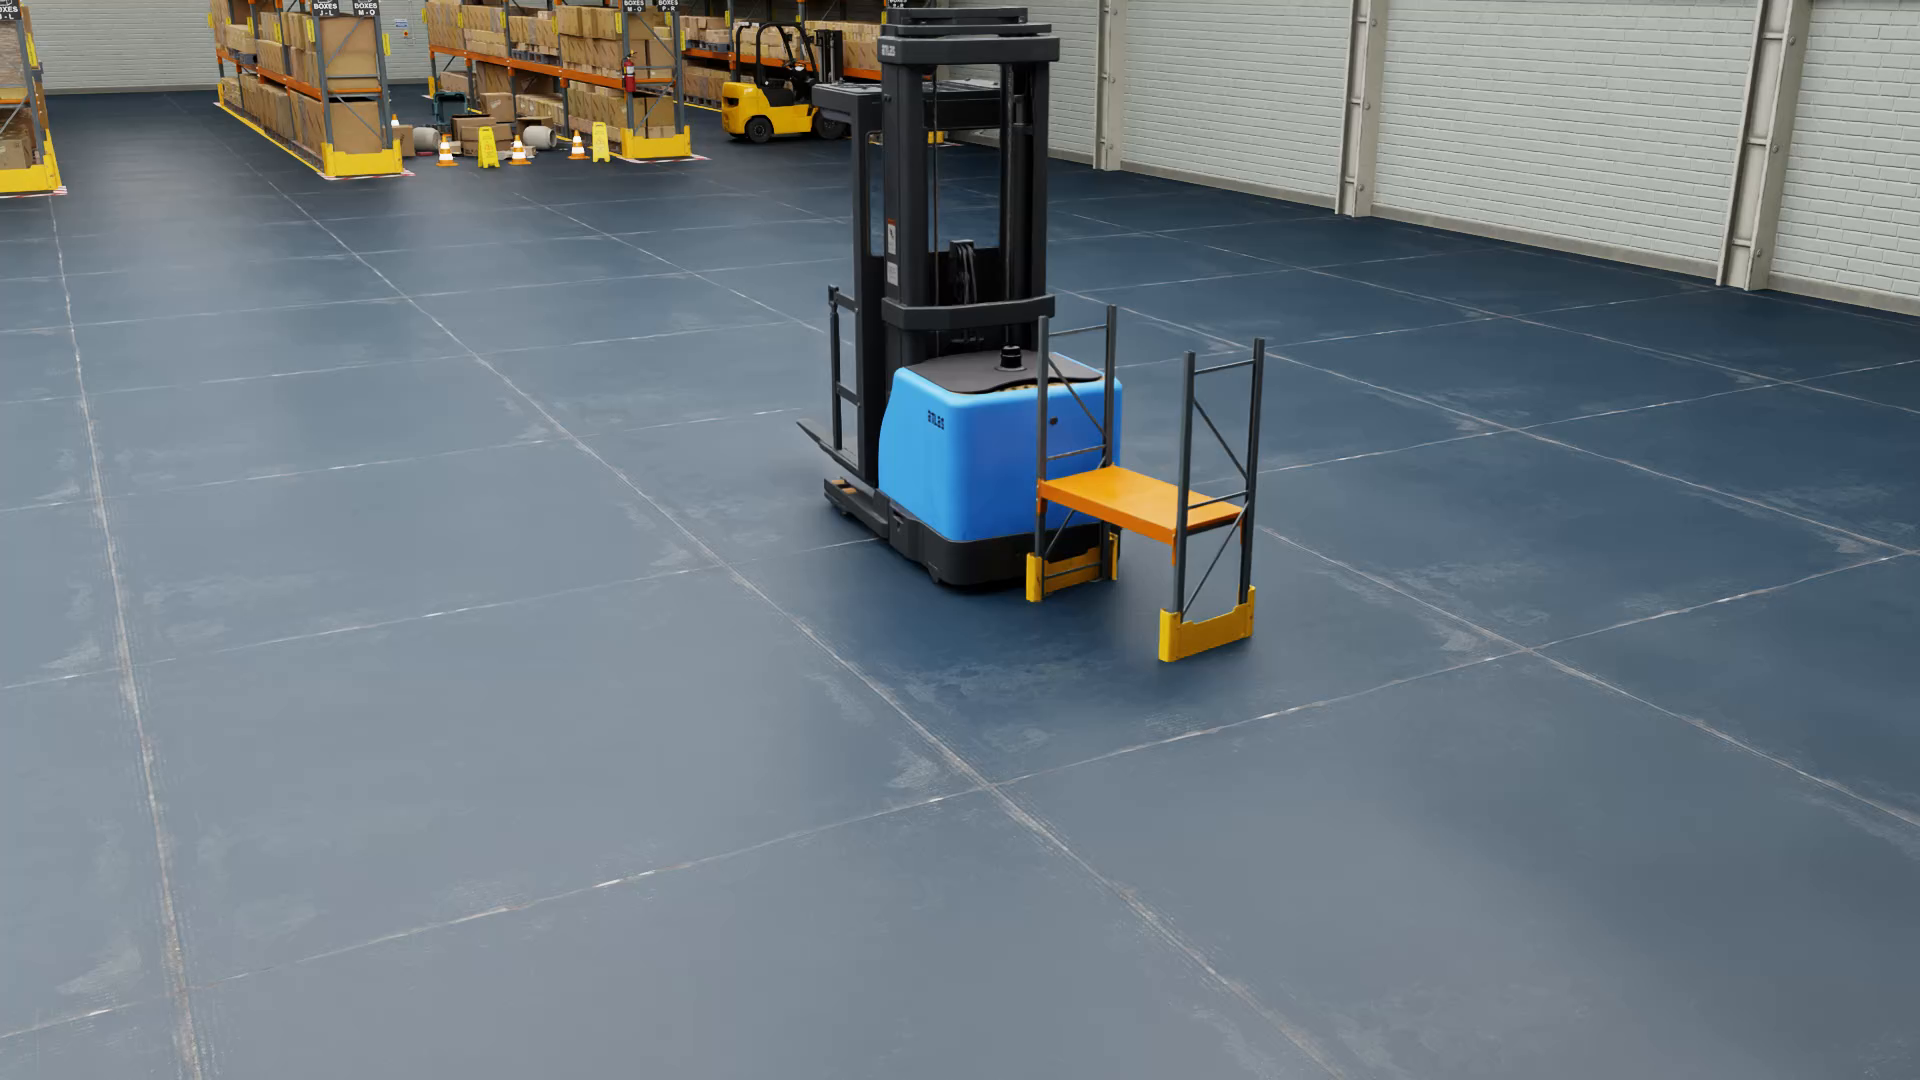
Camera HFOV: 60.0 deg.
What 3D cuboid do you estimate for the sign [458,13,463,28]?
[{"bbox_3d":[-11.450,-11.914,38.111,0.100,0.325,0.005,-10,21,-27],"label":"sign"}]

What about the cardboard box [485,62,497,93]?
[{"bbox_3d":[-10.162,-10.324,37.566,0.875,0.875,0.875,-9,21,-25],"label":"cardboard box"}]

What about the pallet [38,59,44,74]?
[{"bbox_3d":[-17.352,-8.592,30.225,1.213,0.211,1.003,-10,21,-27],"label":"pallet"}]

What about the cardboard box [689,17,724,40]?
[{"bbox_3d":[-5.944,-12.022,39.075,0.700,0.500,0.500,-10,21,-27],"label":"cardboard box"}]

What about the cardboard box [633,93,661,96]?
[{"bbox_3d":[-5.668,-7.793,30.038,0.500,0.500,0.500,-11,22,-29],"label":"cardboard box"}]

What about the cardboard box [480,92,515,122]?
[{"bbox_3d":[-8.716,-8.149,31.320,0.500,0.500,0.500,-10,21,-27],"label":"cardboard box"}]

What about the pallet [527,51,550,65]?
[{"bbox_3d":[-8.087,-9.753,33.590,1.003,0.211,1.213,-10,21,-27],"label":"pallet"}]

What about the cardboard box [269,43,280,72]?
[{"bbox_3d":[-12.435,-8.907,30.692,0.500,0.500,0.500,-10,21,-26],"label":"cardboard box"}]

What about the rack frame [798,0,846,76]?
[{"bbox_3d":[-2.797,-10.027,34.091,1.000,3.000,0.127,-10,21,-27],"label":"rack frame"}]

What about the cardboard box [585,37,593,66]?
[{"bbox_3d":[-6.457,-8.847,30.062,0.500,0.500,0.500,-10,21,-26],"label":"cardboard box"}]

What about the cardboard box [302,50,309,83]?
[{"bbox_3d":[-10.512,-7.964,27.882,0.875,0.550,0.500,-10,21,-27],"label":"cardboard box"}]

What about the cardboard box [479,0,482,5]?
[{"bbox_3d":[-11.020,-12.582,38.815,0.380,0.149,0.250,-10,21,-26],"label":"cardboard box"}]

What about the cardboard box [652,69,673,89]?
[{"bbox_3d":[-7.424,-11.749,42.270,0.700,0.500,0.500,-11,22,-29],"label":"cardboard box"}]

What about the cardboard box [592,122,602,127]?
[{"bbox_3d":[-6.377,-7.497,30.331,0.500,0.250,0.500,-11,22,-29],"label":"cardboard box"}]

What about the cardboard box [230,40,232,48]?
[{"bbox_3d":[-15.236,-10.502,35.210,0.380,0.149,0.250,-10,21,-26],"label":"cardboard box"}]

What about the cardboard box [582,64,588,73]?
[{"bbox_3d":[-6.697,-8.630,30.426,0.380,0.149,0.250,-10,21,-26],"label":"cardboard box"}]

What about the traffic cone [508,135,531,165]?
[{"bbox_3d":[-7.419,-6.564,27.944,0.336,0.463,0.334,-10,21,-27],"label":"traffic cone"}]

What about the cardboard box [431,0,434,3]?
[{"bbox_3d":[-12.727,-13.227,40.684,0.380,0.149,0.250,-9,21,-25],"label":"cardboard box"}]

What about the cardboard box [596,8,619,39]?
[{"bbox_3d":[-5.933,-9.029,29.056,0.700,0.500,0.500,-10,21,-26],"label":"cardboard box"}]

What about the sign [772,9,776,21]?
[{"bbox_3d":[-4.210,-11.810,37.482,0.100,0.325,0.005,-10,21,-27],"label":"sign"}]

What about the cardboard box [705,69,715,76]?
[{"bbox_3d":[-5.759,-10.986,39.065,0.380,0.149,0.250,-11,22,-29],"label":"cardboard box"}]

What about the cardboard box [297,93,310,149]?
[{"bbox_3d":[-10.803,-7.206,28.529,0.875,0.875,0.875,-10,21,-26],"label":"cardboard box"}]

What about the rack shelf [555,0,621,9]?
[{"bbox_3d":[-6.214,-9.761,29.824,1.077,0.370,4.000,-10,21,-27],"label":"rack shelf"}]

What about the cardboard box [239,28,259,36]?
[{"bbox_3d":[-14.249,-10.188,33.387,0.380,0.149,0.250,-9,21,-25],"label":"cardboard box"}]

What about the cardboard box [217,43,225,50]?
[{"bbox_3d":[-17.067,-11.491,38.720,0.380,0.149,0.250,-11,22,-28],"label":"cardboard box"}]

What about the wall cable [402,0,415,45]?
[{"bbox_3d":[-15.560,-14.812,46.353,0.585,1.953,0.123,-10,21,-27],"label":"wall cable"}]

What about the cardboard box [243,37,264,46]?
[{"bbox_3d":[-14.007,-9.901,33.012,0.380,0.149,0.250,-9,21,-26],"label":"cardboard box"}]

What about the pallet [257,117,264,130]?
[{"bbox_3d":[-13.741,-8.516,33.987,1.003,0.211,1.213,-10,21,-27],"label":"pallet"}]

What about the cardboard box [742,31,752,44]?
[{"bbox_3d":[-4.464,-11.032,36.466,0.500,0.250,0.500,-9,21,-25],"label":"cardboard box"}]

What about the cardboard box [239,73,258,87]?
[{"bbox_3d":[-15.152,-9.876,35.693,0.500,0.250,0.500,-11,22,-29],"label":"cardboard box"}]

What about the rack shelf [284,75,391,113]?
[{"bbox_3d":[-10.522,-7.547,28.007,1.077,0.370,4.000,-10,21,-27],"label":"rack shelf"}]

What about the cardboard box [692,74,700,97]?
[{"bbox_3d":[-6.070,-10.871,39.727,0.500,0.500,0.500,-11,22,-28],"label":"cardboard box"}]

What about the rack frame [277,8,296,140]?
[{"bbox_3d":[-11.472,-8.461,29.554,1.000,3.000,0.127,-10,21,-27],"label":"rack frame"}]

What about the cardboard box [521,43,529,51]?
[{"bbox_3d":[-8.766,-10.109,34.070,0.380,0.149,0.250,-10,21,-26],"label":"cardboard box"}]

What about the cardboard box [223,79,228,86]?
[{"bbox_3d":[-16.977,-10.683,38.806,0.380,0.149,0.250,-10,21,-27],"label":"cardboard box"}]

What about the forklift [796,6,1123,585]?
[{"bbox_3d":[-0.185,-1.589,9.743,1.130,2.935,3.031,-8,21,-23],"label":"forklift"}]

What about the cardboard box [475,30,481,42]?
[{"bbox_3d":[-10.513,-11.255,37.113,0.500,0.250,0.500,-10,21,-26],"label":"cardboard box"}]

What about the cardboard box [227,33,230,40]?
[{"bbox_3d":[-15.364,-10.720,35.384,0.380,0.149,0.250,-10,22,-28],"label":"cardboard box"}]

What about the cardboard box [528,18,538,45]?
[{"bbox_3d":[-8.311,-10.182,33.287,0.500,0.500,0.500,-11,22,-29],"label":"cardboard box"}]

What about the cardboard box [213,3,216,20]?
[{"bbox_3d":[-16.945,-12.253,38.399,0.500,0.500,0.500,-9,21,-25],"label":"cardboard box"}]

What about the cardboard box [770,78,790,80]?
[{"bbox_3d":[-3.775,-9.690,36.113,0.875,0.625,0.625,-11,22,-29],"label":"cardboard box"}]

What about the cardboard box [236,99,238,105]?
[{"bbox_3d":[-15.989,-9.822,37.224,0.380,0.149,0.250,-11,22,-28],"label":"cardboard box"}]

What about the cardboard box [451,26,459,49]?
[{"bbox_3d":[-11.657,-11.841,39.196,0.500,0.500,0.500,-11,22,-28],"label":"cardboard box"}]

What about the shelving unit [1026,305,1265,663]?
[{"bbox_3d":[0.900,-0.318,8.253,0.587,1.500,1.083,-14,24,-35],"label":"shelving unit"}]

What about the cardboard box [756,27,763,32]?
[{"bbox_3d":[-4.182,-11.023,35.830,0.380,0.149,0.250,-9,21,-26],"label":"cardboard box"}]

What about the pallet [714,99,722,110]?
[{"bbox_3d":[-5.018,-10.077,38.512,1.003,0.211,1.213,-10,21,-27],"label":"pallet"}]
